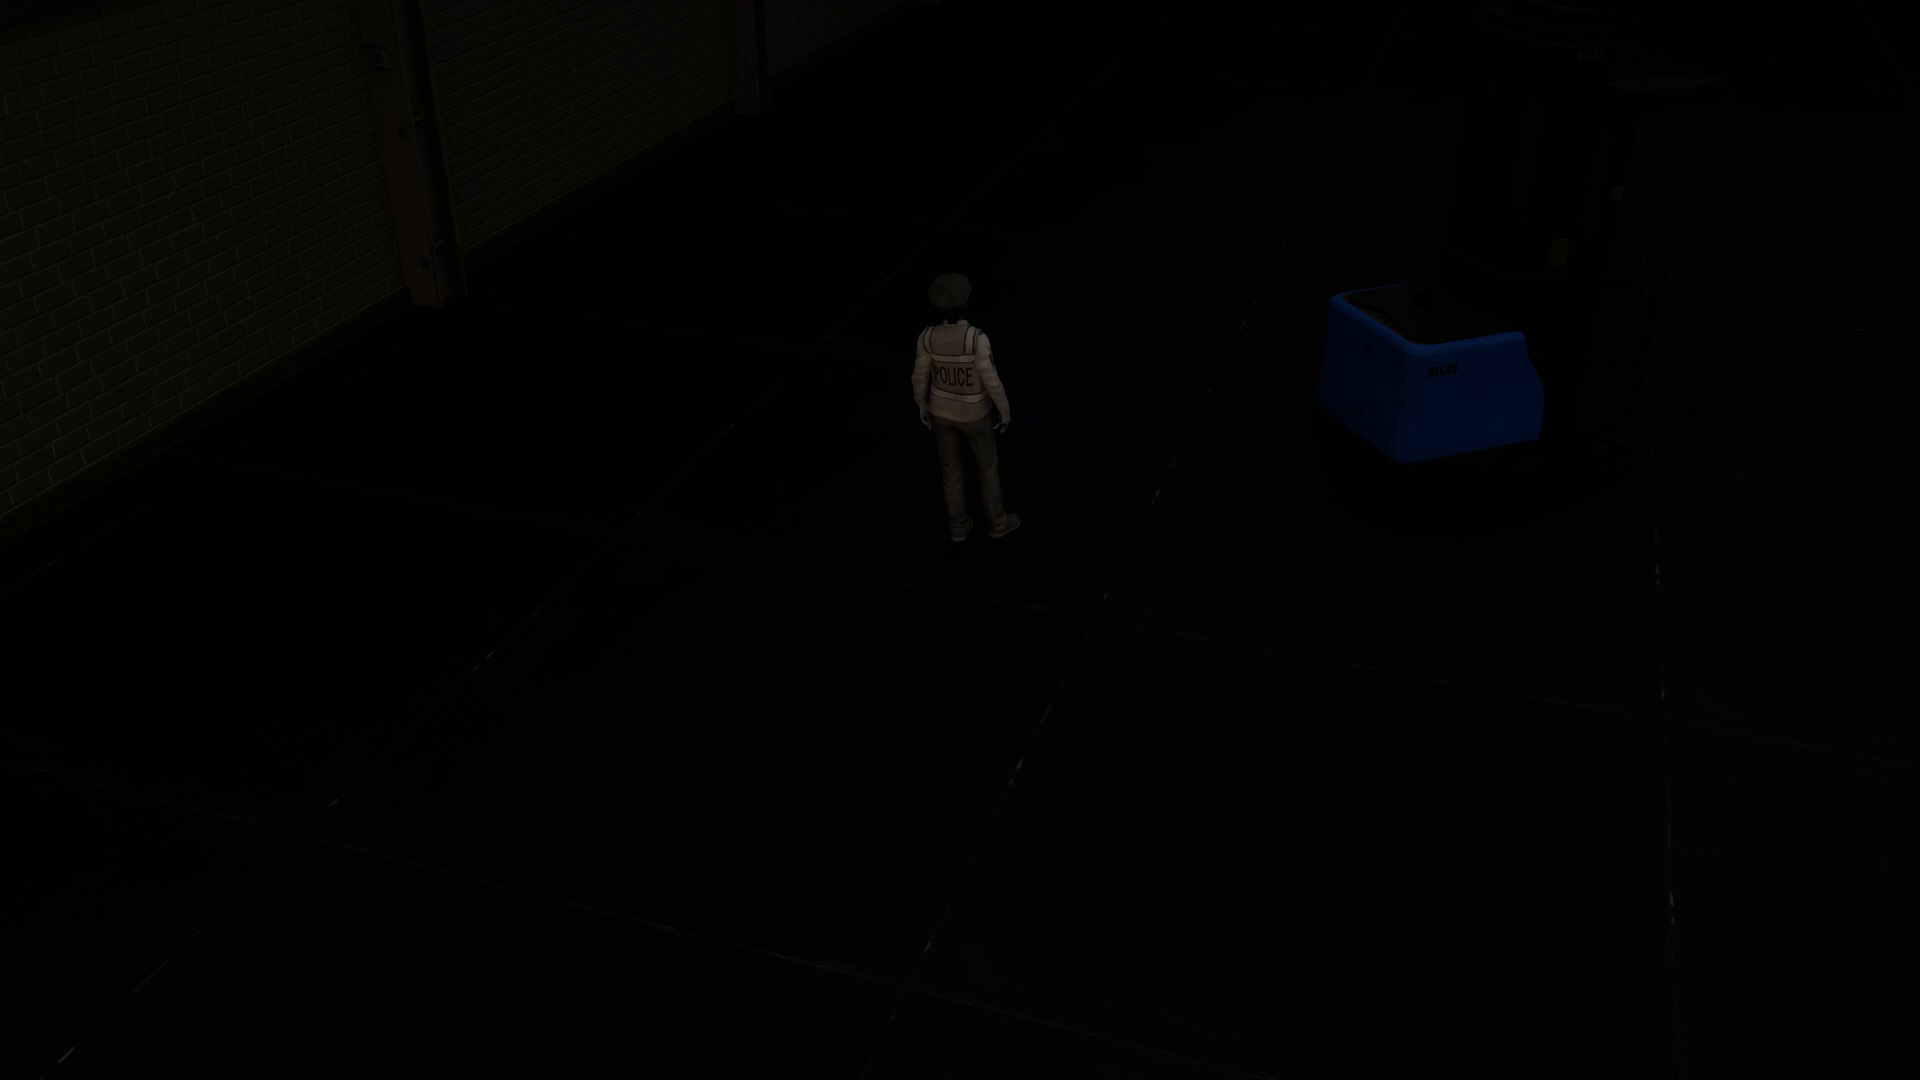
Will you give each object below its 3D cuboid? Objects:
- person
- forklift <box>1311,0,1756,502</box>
[{"bbox_3d":[0.028,-0.773,9.728,0.587,1.695,0.531,10,31,16],"label":"person"},{"bbox_3d":[3.928,-1.965,10.584,3.031,2.935,1.130,-11,31,-18],"label":"forklift"}]
